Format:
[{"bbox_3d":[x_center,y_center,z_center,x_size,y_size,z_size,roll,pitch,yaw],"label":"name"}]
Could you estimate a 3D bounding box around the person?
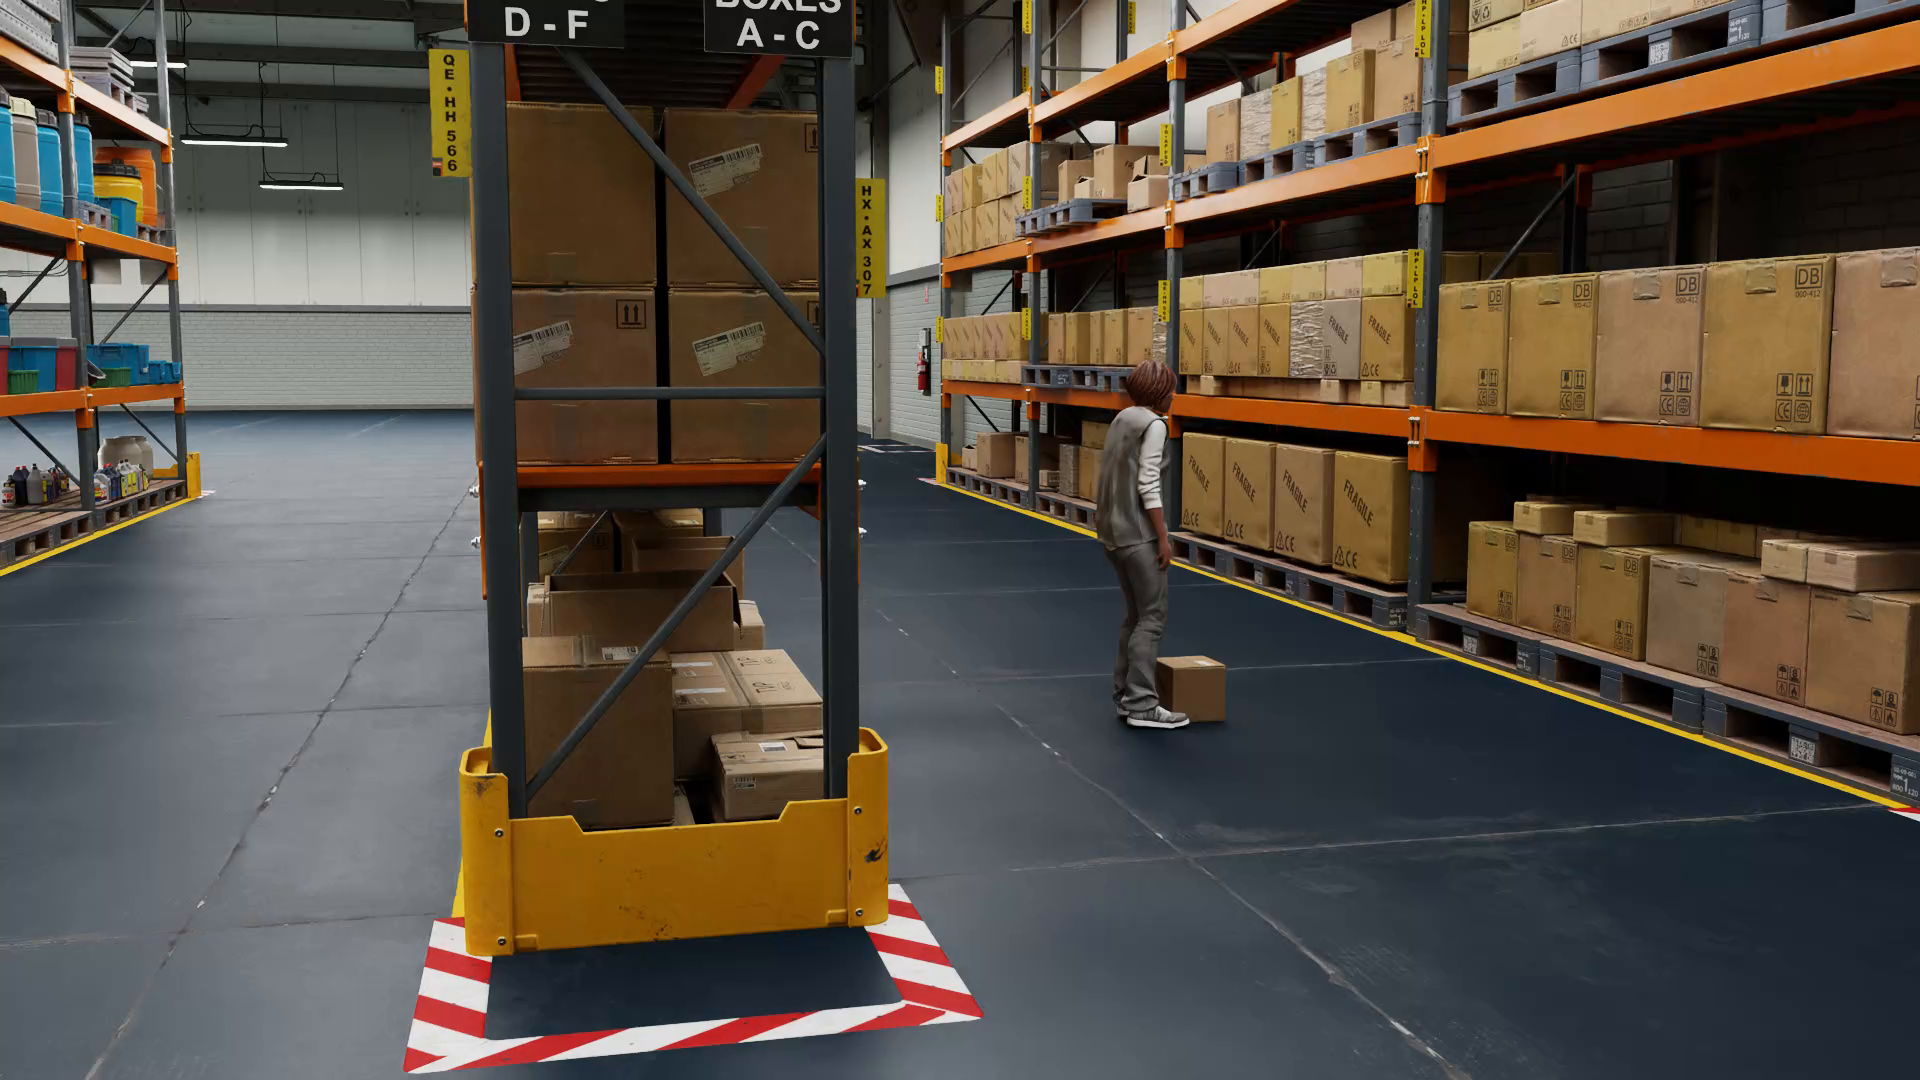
[{"bbox_3d":[0.803,0.007,7.315,0.373,1.593,0.485,-2,7,-17],"label":"person"}]
